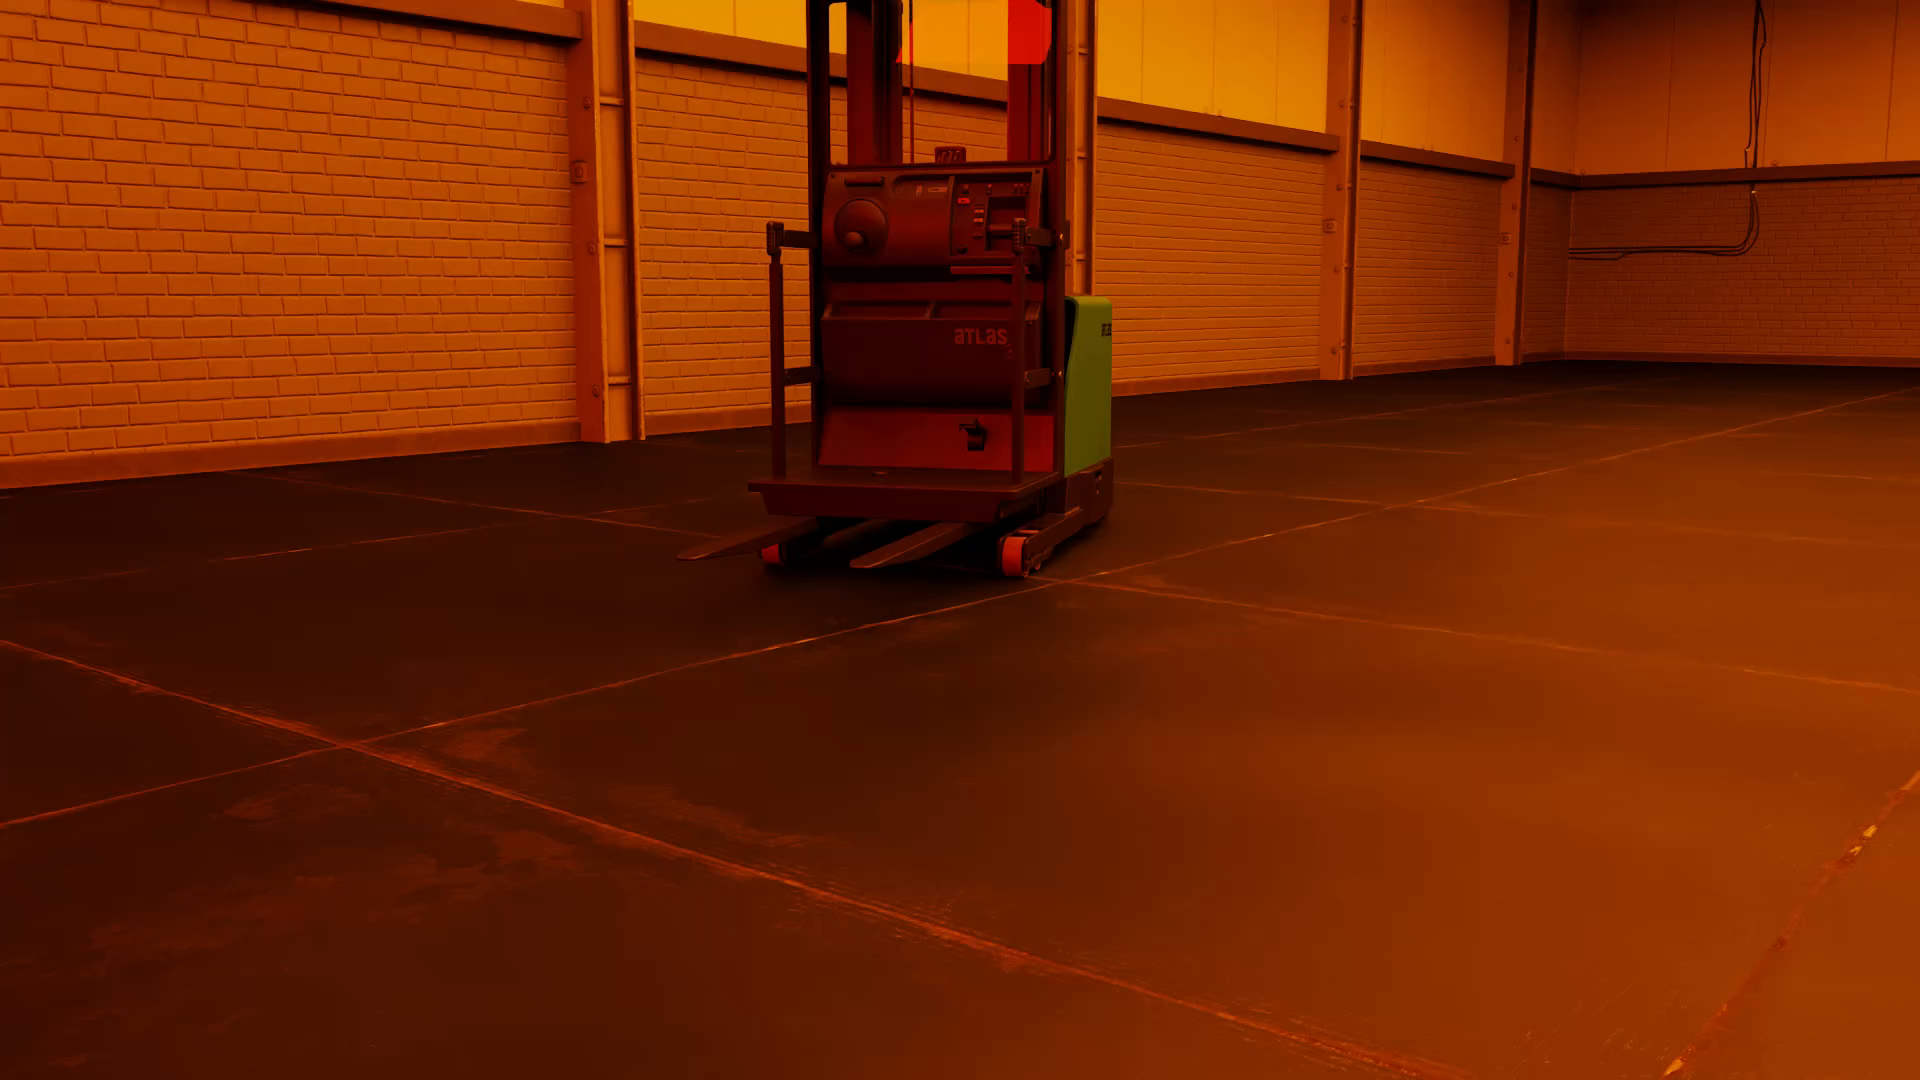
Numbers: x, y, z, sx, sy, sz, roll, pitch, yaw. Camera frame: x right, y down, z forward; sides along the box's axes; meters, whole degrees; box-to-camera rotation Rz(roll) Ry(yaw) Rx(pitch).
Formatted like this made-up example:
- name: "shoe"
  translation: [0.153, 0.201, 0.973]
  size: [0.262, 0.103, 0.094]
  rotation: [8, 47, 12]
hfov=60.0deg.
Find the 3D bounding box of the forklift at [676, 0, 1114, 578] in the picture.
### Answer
- name: "forklift"
  translation: [-0.176, -1.366, 6.616]
  size: [1.130, 2.935, 3.031]
  rotation: [3, 9, 17]
